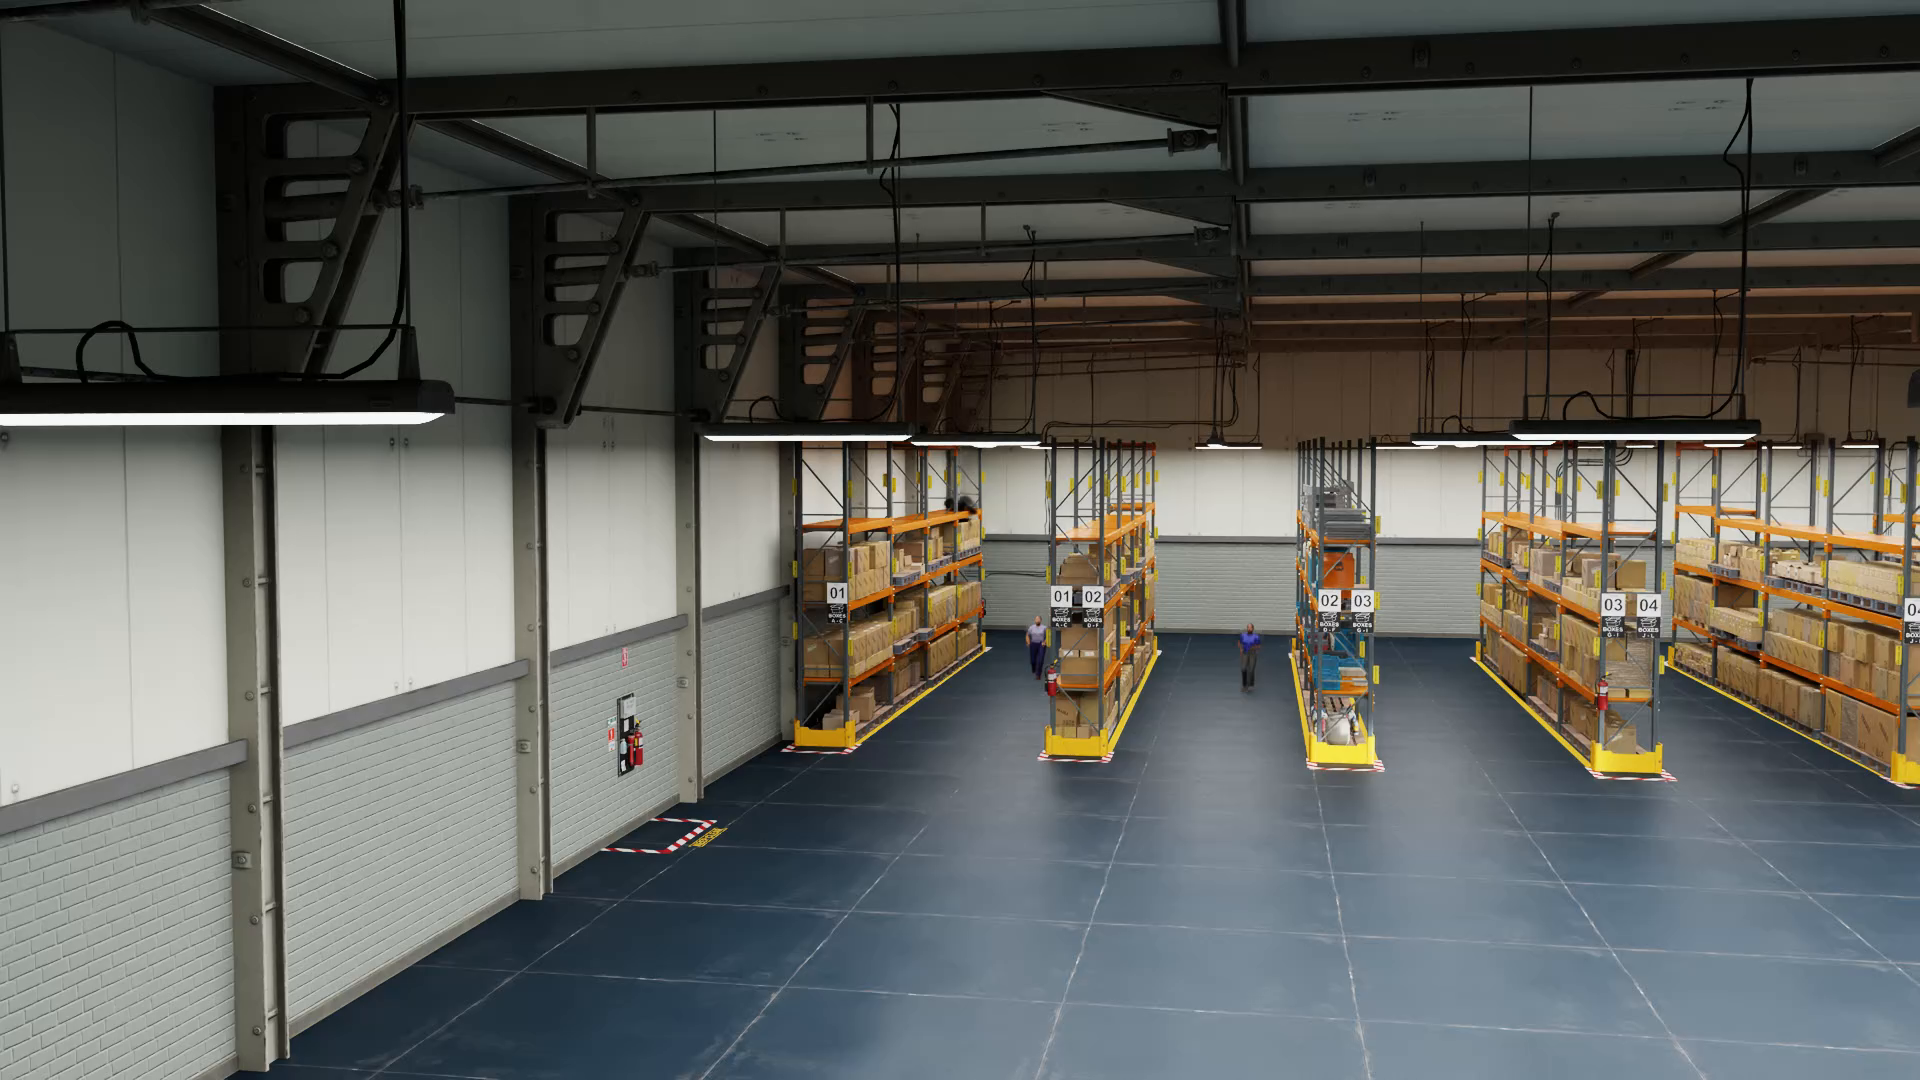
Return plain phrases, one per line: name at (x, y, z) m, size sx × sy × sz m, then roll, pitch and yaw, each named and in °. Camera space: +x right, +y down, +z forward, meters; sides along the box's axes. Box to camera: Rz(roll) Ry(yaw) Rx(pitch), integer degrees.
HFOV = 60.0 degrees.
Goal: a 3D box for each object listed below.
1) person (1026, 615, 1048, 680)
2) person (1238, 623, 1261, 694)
person at (1.947, 2.690, 41.634) m, size 0.595 × 1.604 × 0.553 m, roll 0°, pitch 3°, yaw 6°
person at (6.869, 2.816, 39.541) m, size 0.539 × 1.689 × 0.726 m, roll 1°, pitch 3°, yaw 14°
